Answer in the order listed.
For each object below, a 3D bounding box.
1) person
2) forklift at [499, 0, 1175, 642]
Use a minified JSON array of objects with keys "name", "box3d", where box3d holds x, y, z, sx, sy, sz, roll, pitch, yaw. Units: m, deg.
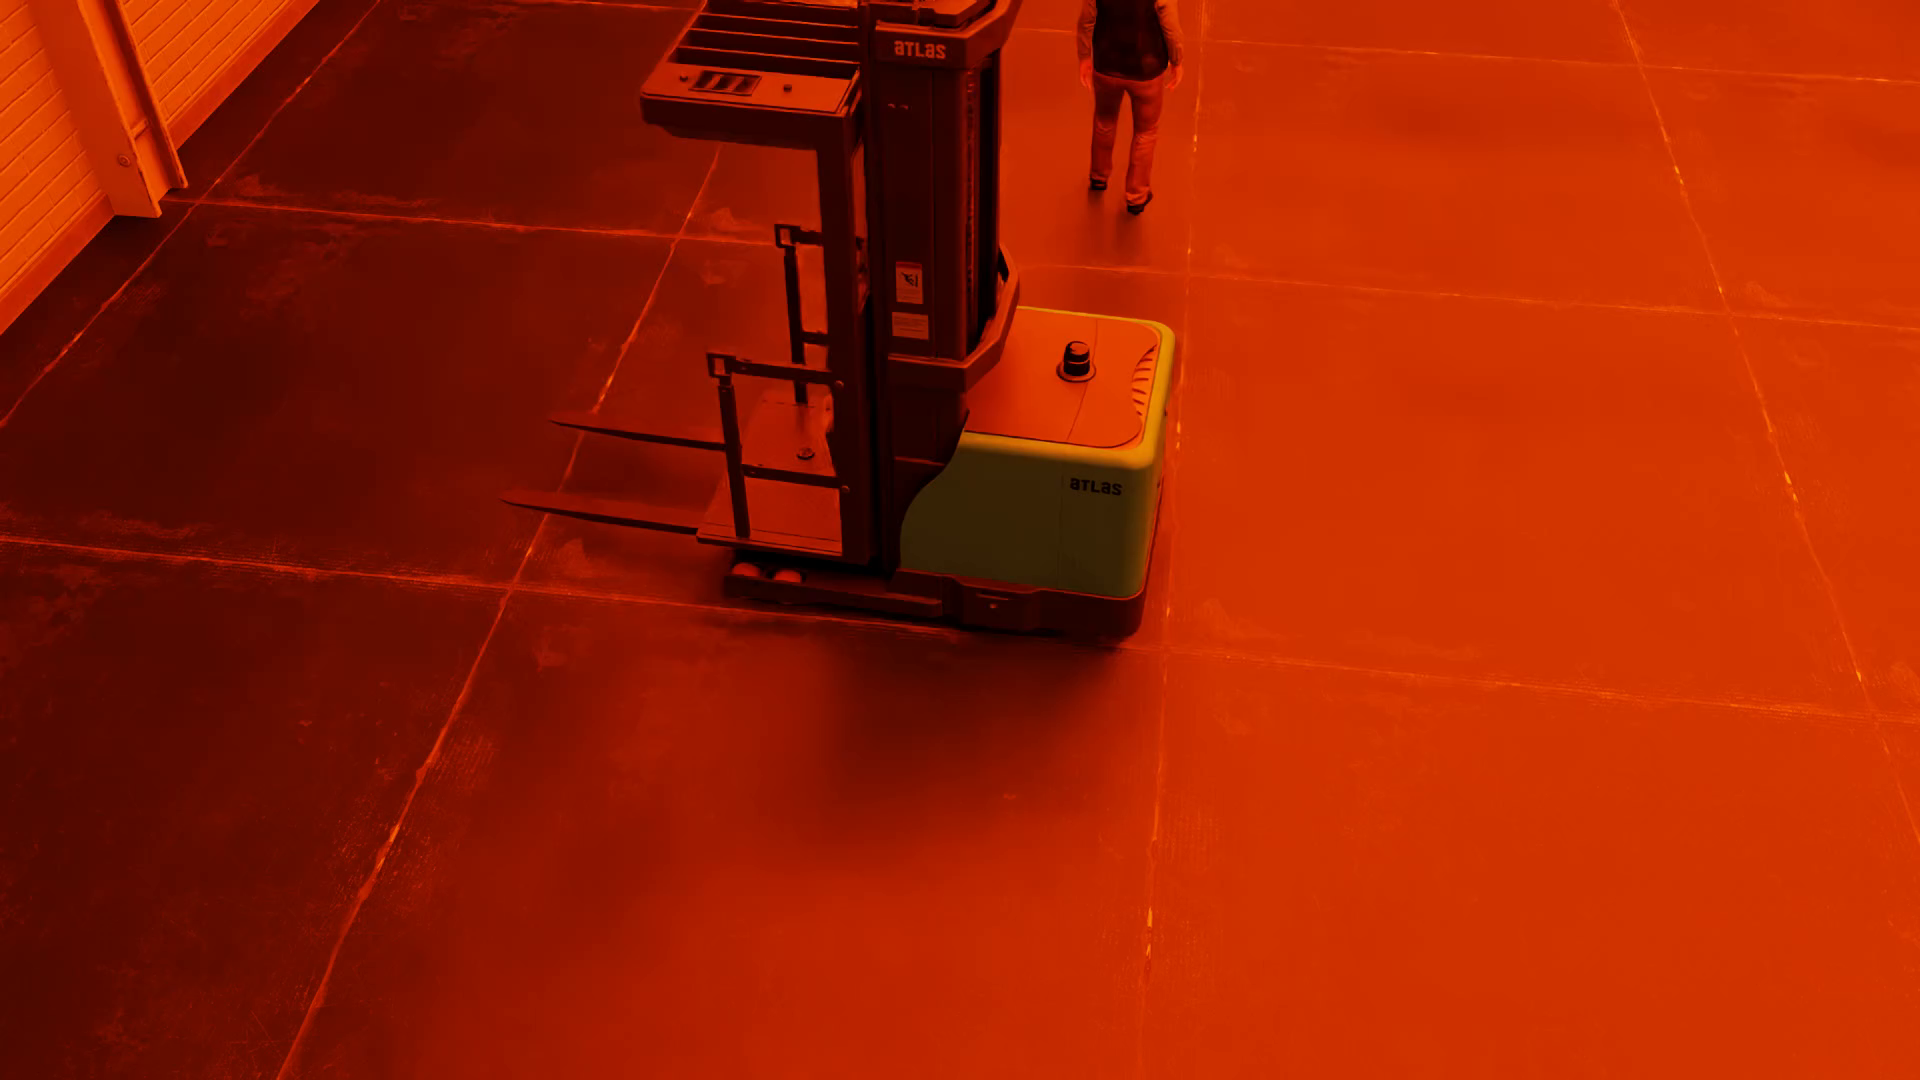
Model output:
[{"name":"person","box3d":[0.999,-2.748,9.644,0.614,1.751,0.513,14,44,15]},{"name":"forklift","box3d":[-0.605,-1.128,6.952,3.031,2.935,1.130,8,43,8]}]
